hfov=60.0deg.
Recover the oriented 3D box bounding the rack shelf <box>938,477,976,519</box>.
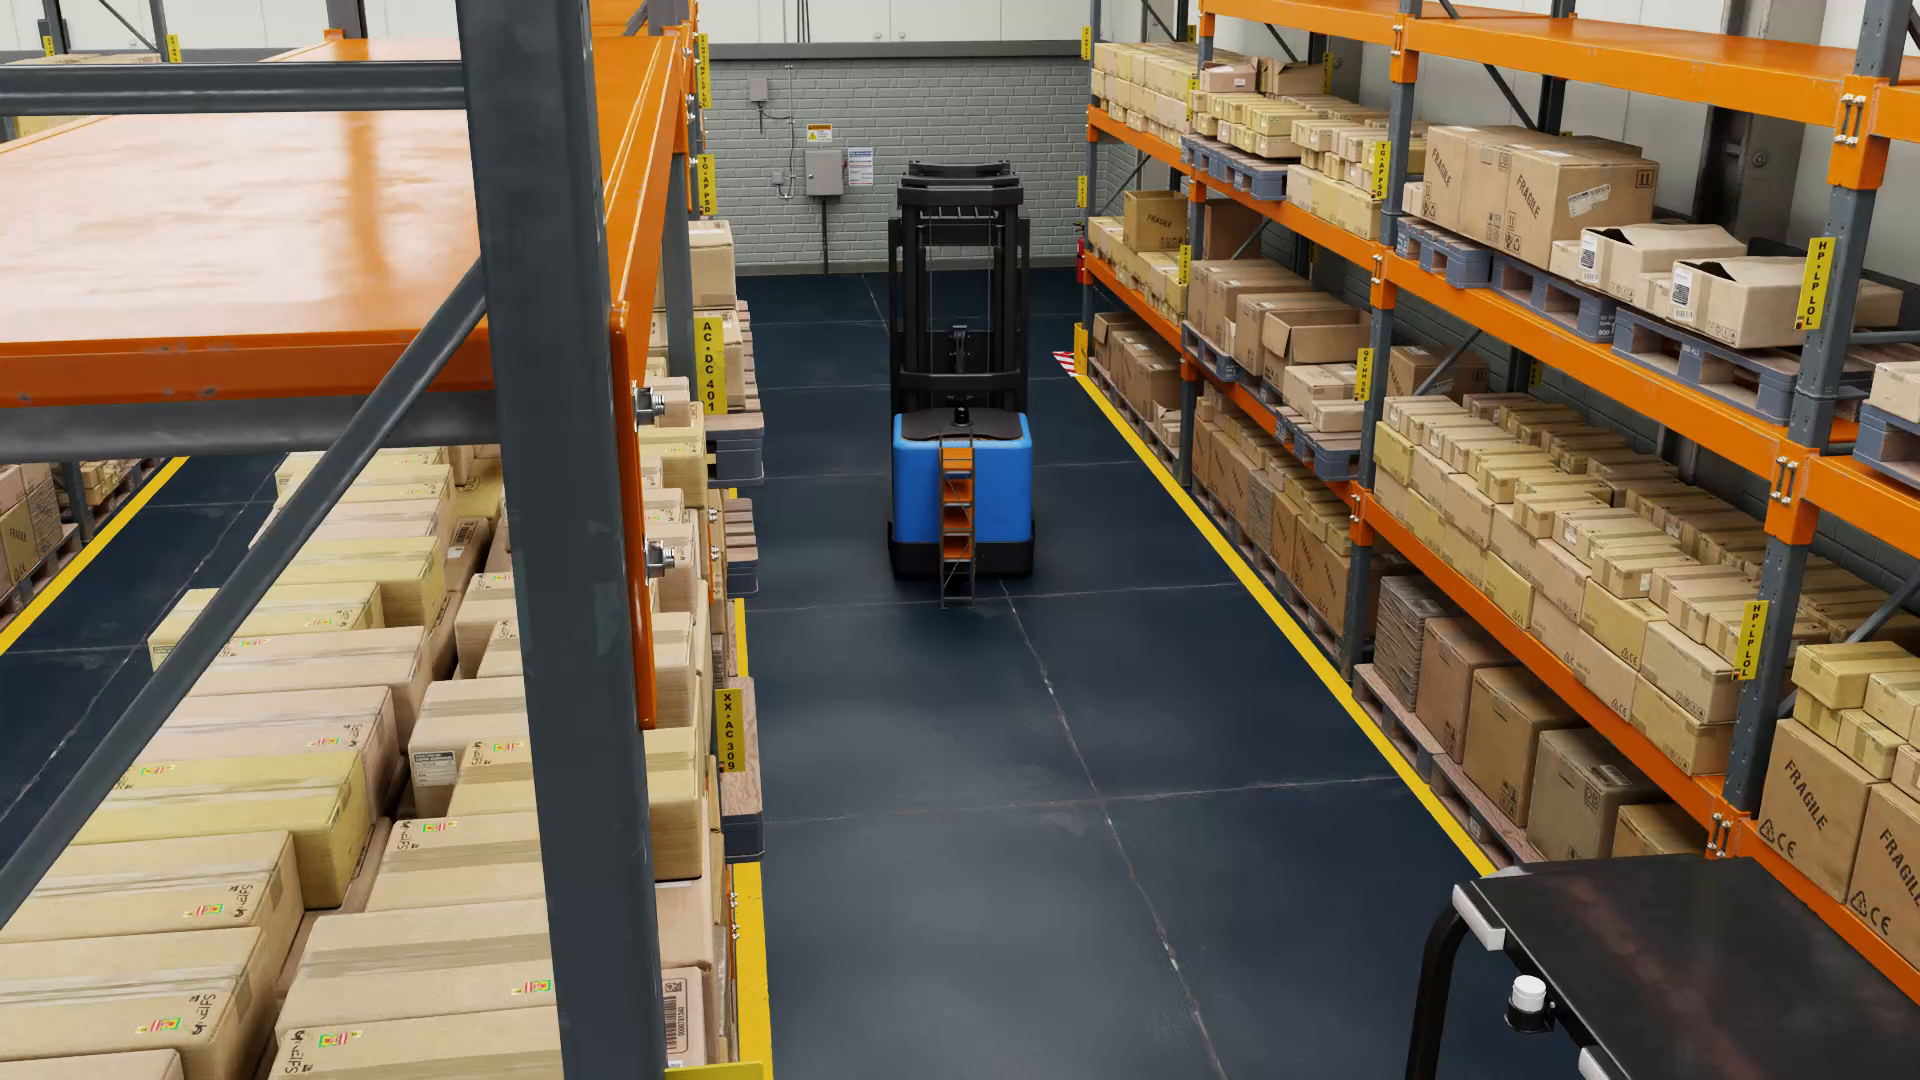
[{"bbox_3d":[-0.022,-0.303,11.866,0.258,0.148,0.480,-1,20,-1],"label":"rack shelf"}]

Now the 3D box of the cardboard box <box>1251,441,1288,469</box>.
[{"bbox_3d":[2.445,-0.653,12.724,0.380,0.149,0.250,-2,21,-6],"label":"cardboard box"}]

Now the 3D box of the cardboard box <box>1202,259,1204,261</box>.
[{"bbox_3d":[2.451,-2.517,15.456,0.500,0.250,0.500,-2,21,-7],"label":"cardboard box"}]

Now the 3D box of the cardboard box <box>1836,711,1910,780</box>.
[{"bbox_3d":[3.384,0.722,5.926,0.380,0.149,0.250,-2,21,-6],"label":"cardboard box"}]

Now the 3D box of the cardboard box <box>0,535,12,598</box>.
[{"bbox_3d":[-6.889,0.199,11.368,0.500,0.500,0.500,-3,21,-9],"label":"cardboard box"}]

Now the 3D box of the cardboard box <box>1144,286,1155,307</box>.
[{"bbox_3d":[1.915,-2.247,15.305,0.380,0.149,0.250,-3,21,-9],"label":"cardboard box"}]

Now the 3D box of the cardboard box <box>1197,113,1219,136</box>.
[{"bbox_3d":[2.059,-3.227,12.897,0.380,0.149,0.250,-3,21,-7],"label":"cardboard box"}]

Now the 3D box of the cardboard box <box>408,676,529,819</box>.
[{"bbox_3d":[-0.744,0.354,2.914,0.380,0.149,0.250,-3,21,-8],"label":"cardboard box"}]

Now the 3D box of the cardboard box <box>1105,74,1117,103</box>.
[{"bbox_3d":[1.717,-4.427,16.285,0.500,0.250,0.500,-3,21,-7],"label":"cardboard box"}]

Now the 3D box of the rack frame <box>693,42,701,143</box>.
[{"bbox_3d":[-2.505,-4.469,12.321,1.000,3.000,0.127,-3,21,-8],"label":"rack frame"}]

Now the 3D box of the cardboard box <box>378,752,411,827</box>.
[{"bbox_3d":[-1.266,0.505,3.080,0.500,0.250,0.500,-2,21,-6],"label":"cardboard box"}]

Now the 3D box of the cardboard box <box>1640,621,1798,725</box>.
[{"bbox_3d":[3.236,0.538,6.987,0.500,0.250,0.500,-3,21,-9],"label":"cardboard box"}]

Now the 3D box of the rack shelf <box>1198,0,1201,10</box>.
[{"bbox_3d":[2.118,-5.075,14.975,1.077,0.370,4.000,-3,21,-8],"label":"rack shelf"}]

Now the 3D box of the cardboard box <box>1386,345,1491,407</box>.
[{"bbox_3d":[3.064,-0.955,10.743,0.500,0.500,0.500,-2,21,-5],"label":"cardboard box"}]

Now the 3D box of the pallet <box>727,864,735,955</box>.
[{"bbox_3d":[-1.644,1.725,8.297,1.003,0.211,1.213,-3,21,-8],"label":"pallet"}]

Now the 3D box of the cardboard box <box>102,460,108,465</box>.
[{"bbox_3d":[-7.320,-0.682,13.804,0.380,0.149,0.250,-3,21,-8],"label":"cardboard box"}]

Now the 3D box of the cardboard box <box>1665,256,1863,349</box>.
[{"bbox_3d":[3.214,-0.986,6.666,0.500,0.311,0.500,-4,21,-9],"label":"cardboard box"}]

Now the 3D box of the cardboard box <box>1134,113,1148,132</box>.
[{"bbox_3d":[1.811,-3.839,15.280,0.380,0.149,0.250,-2,21,-7],"label":"cardboard box"}]

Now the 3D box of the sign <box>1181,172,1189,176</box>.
[{"bbox_3d":[2.382,-4.007,17.551,0.100,0.325,0.005,-3,21,-8],"label":"sign"}]

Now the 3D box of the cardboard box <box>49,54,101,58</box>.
[{"bbox_3d":[-8.144,-4.391,15.329,0.380,0.149,0.250,-3,21,-8],"label":"cardboard box"}]

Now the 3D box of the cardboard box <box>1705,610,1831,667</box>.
[{"bbox_3d":[3.291,0.402,6.784,0.380,0.149,0.250,-2,21,-6],"label":"cardboard box"}]

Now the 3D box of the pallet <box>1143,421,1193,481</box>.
[{"bbox_3d":[2.308,-0.842,15.169,1.003,0.211,1.213,-3,21,-8],"label":"pallet"}]

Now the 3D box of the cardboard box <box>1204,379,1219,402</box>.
[{"bbox_3d":[2.255,-1.245,13.882,0.380,0.149,0.250,-3,21,-9],"label":"cardboard box"}]

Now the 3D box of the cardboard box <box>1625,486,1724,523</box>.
[{"bbox_3d":[3.548,-0.154,8.271,0.380,0.149,0.250,-3,21,-7],"label":"cardboard box"}]

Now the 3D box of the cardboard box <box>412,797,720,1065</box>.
[{"bbox_3d":[-0.647,0.659,2.666,0.500,0.250,0.500,-3,21,-9],"label":"cardboard box"}]

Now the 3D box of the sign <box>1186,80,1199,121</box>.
[{"bbox_3d":[1.871,-3.528,13.348,0.100,0.325,0.005,-3,21,-8],"label":"sign"}]

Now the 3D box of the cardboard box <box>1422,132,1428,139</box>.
[{"bbox_3d":[3.159,-2.502,10.561,0.380,0.149,0.250,-3,21,-8],"label":"cardboard box"}]

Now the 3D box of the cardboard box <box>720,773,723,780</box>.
[{"bbox_3d":[-1.119,0.825,6.480,0.380,0.149,0.250,-3,21,-7],"label":"cardboard box"}]

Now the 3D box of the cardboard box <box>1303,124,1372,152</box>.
[{"bbox_3d":[2.492,-2.653,10.964,0.380,0.149,0.250,-3,21,-9],"label":"cardboard box"}]

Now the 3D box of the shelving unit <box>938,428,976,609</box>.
[{"bbox_3d":[-0.022,-0.156,11.920,0.258,1.200,0.503,-1,20,-1],"label":"shelving unit"}]

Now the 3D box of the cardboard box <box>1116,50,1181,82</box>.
[{"bbox_3d":[1.786,-4.487,15.731,0.500,0.250,0.500,-3,21,-9],"label":"cardboard box"}]

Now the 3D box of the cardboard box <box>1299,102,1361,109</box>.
[{"bbox_3d":[2.710,-3.126,12.202,0.380,0.149,0.250,-4,21,-9],"label":"cardboard box"}]

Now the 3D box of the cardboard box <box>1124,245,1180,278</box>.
[{"bbox_3d":[1.873,-2.668,15.861,0.500,0.250,0.500,-3,21,-9],"label":"cardboard box"}]

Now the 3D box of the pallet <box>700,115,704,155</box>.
[{"bbox_3d":[-2.612,-3.306,13.621,1.003,0.211,1.213,-3,21,-8],"label":"pallet"}]

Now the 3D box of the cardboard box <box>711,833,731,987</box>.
[{"bbox_3d":[-0.960,1.244,5.030,0.500,0.500,0.500,-2,21,-6],"label":"cardboard box"}]

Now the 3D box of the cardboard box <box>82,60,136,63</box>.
[{"bbox_3d":[-7.505,-4.150,14.682,0.380,0.149,0.250,-3,21,-7],"label":"cardboard box"}]

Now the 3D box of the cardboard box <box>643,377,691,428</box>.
[{"bbox_3d":[-0.977,-0.365,4.839,0.380,0.149,0.250,-3,21,-9],"label":"cardboard box"}]

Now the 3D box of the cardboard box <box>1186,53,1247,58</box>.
[{"bbox_3d":[2.374,-4.331,15.314,0.500,0.250,0.500,-3,21,-8],"label":"cardboard box"}]

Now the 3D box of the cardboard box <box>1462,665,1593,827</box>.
[{"bbox_3d":[3.259,1.066,8.869,0.875,0.625,0.625,-4,21,-10],"label":"cardboard box"}]

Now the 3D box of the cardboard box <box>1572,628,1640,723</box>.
[{"bbox_3d":[3.150,0.595,7.551,0.500,0.250,0.500,-3,21,-8],"label":"cardboard box"}]

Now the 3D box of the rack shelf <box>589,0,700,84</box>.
[{"bbox_3d":[-2.217,-3.252,10.662,1.077,0.370,4.000,-3,21,-8],"label":"rack shelf"}]

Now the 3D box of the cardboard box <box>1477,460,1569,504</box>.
[{"bbox_3d":[2.934,-0.305,8.675,0.380,0.149,0.250,-2,21,-7],"label":"cardboard box"}]

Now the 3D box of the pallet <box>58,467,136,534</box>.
[{"bbox_3d":[-7.520,-0.299,13.714,1.003,0.211,1.213,-3,21,-8],"label":"pallet"}]

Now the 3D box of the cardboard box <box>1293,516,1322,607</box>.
[{"bbox_3d":[2.648,0.139,11.528,0.500,0.500,0.500,-3,21,-9],"label":"cardboard box"}]

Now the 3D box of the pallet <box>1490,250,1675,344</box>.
[{"bbox_3d":[3.333,-1.225,8.191,1.003,0.211,1.213,-2,21,-5],"label":"pallet"}]

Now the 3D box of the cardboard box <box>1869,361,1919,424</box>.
[{"bbox_3d":[3.324,-0.501,5.599,0.380,0.149,0.250,-2,21,-7],"label":"cardboard box"}]

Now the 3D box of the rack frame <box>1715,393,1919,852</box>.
[{"bbox_3d":[3.560,0.859,6.628,1.000,3.000,0.127,-3,21,-8],"label":"rack frame"}]

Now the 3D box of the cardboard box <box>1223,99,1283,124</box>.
[{"bbox_3d":[2.182,-3.189,12.370,0.380,0.149,0.250,-3,21,-9],"label":"cardboard box"}]

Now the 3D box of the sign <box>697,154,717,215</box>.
[{"bbox_3d":[-1.391,-1.948,9.118,0.100,0.325,0.005,-3,21,-8],"label":"sign"}]

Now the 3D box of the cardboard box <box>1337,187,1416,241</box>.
[{"bbox_3d":[2.669,-2.026,10.280,0.500,0.250,0.500,-4,21,-10],"label":"cardboard box"}]

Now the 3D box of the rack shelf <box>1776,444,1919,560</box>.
[{"bbox_3d":[3.848,0.484,4.375,1.077,0.370,4.000,-3,21,-8],"label":"rack shelf"}]

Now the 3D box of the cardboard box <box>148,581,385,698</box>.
[{"bbox_3d":[-1.370,0.204,3.316,0.380,0.149,0.250,-2,21,-6],"label":"cardboard box"}]

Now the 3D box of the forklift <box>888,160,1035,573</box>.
[{"bbox_3d":[-0.016,-1.592,13.289,1.130,2.935,3.031,-1,20,-1],"label":"forklift"}]
